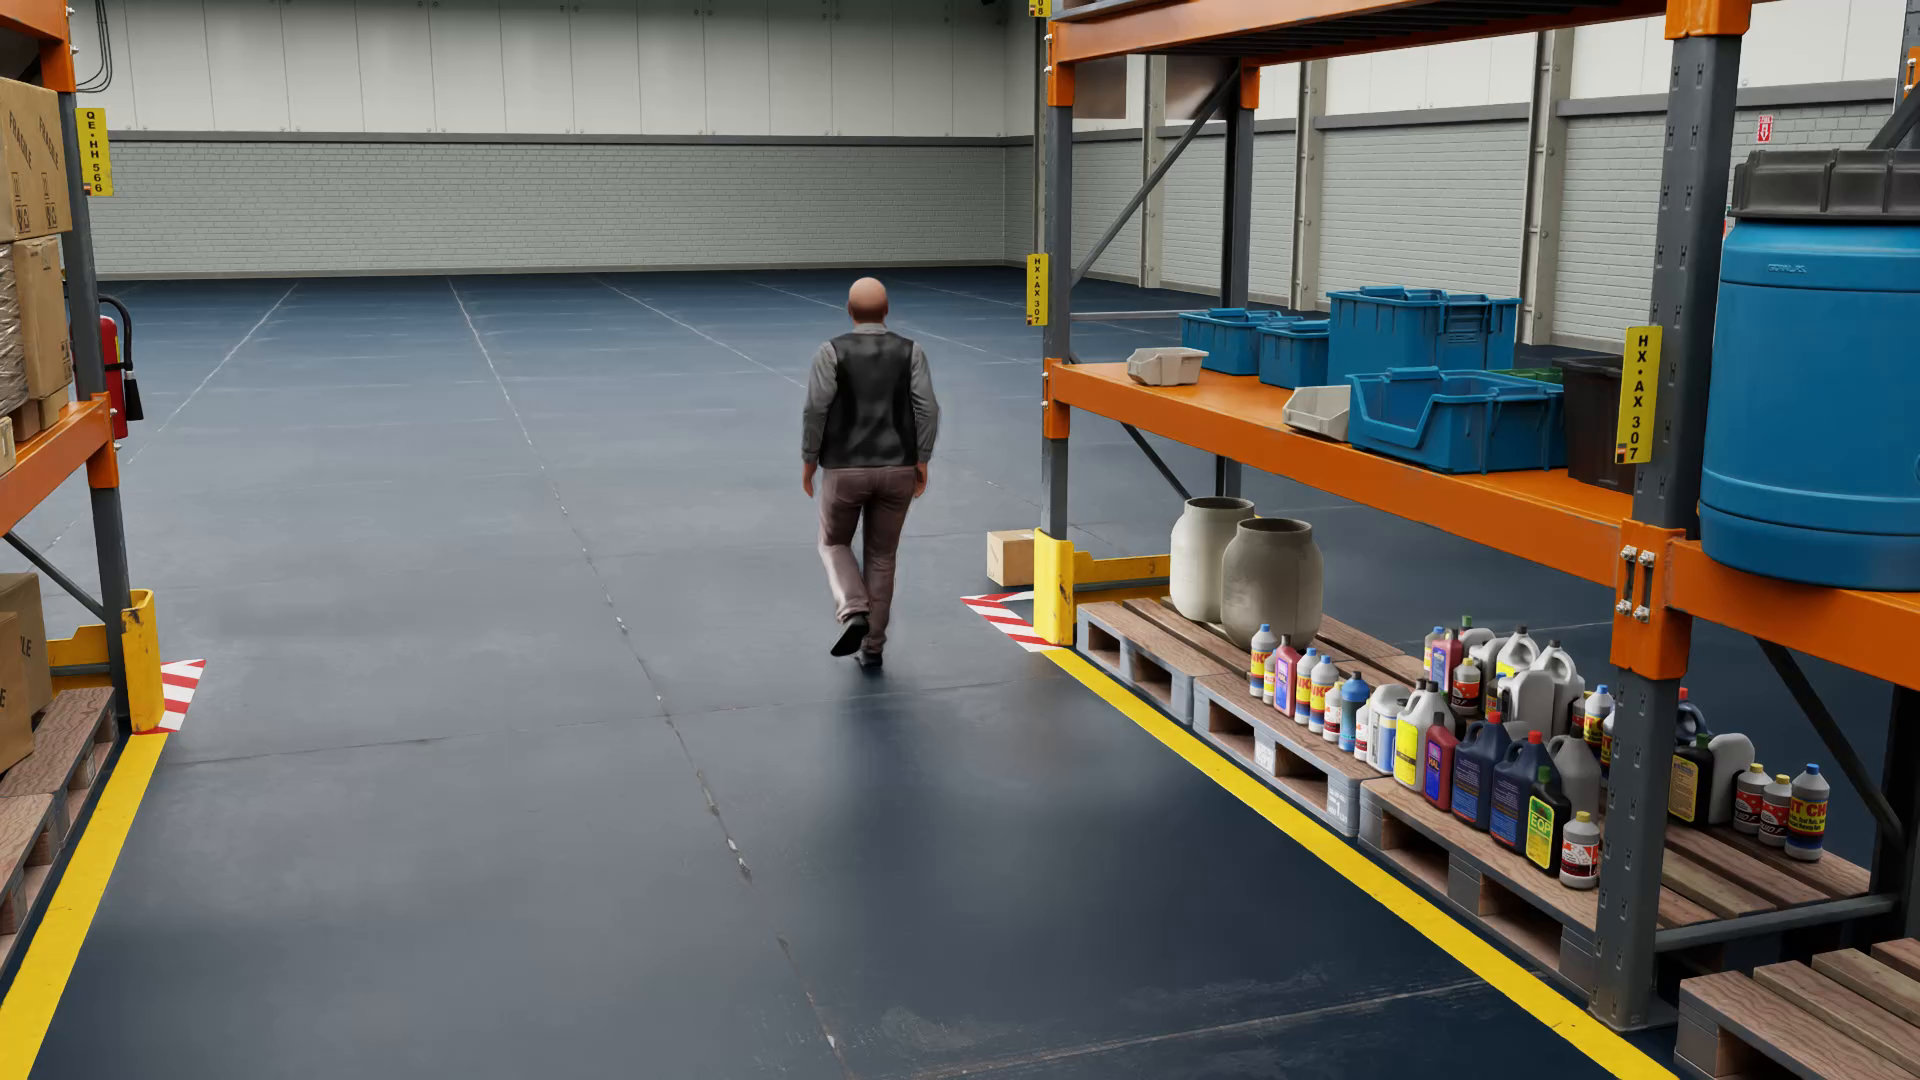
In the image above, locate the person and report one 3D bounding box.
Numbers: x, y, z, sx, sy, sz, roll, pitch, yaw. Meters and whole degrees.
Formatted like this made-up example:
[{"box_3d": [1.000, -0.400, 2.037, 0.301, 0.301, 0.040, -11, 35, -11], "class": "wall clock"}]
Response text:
[{"box_3d": [-0.394, -0.289, 7.334, 0.604, 1.712, 0.494, -3, 13, -14], "class": "person"}]
